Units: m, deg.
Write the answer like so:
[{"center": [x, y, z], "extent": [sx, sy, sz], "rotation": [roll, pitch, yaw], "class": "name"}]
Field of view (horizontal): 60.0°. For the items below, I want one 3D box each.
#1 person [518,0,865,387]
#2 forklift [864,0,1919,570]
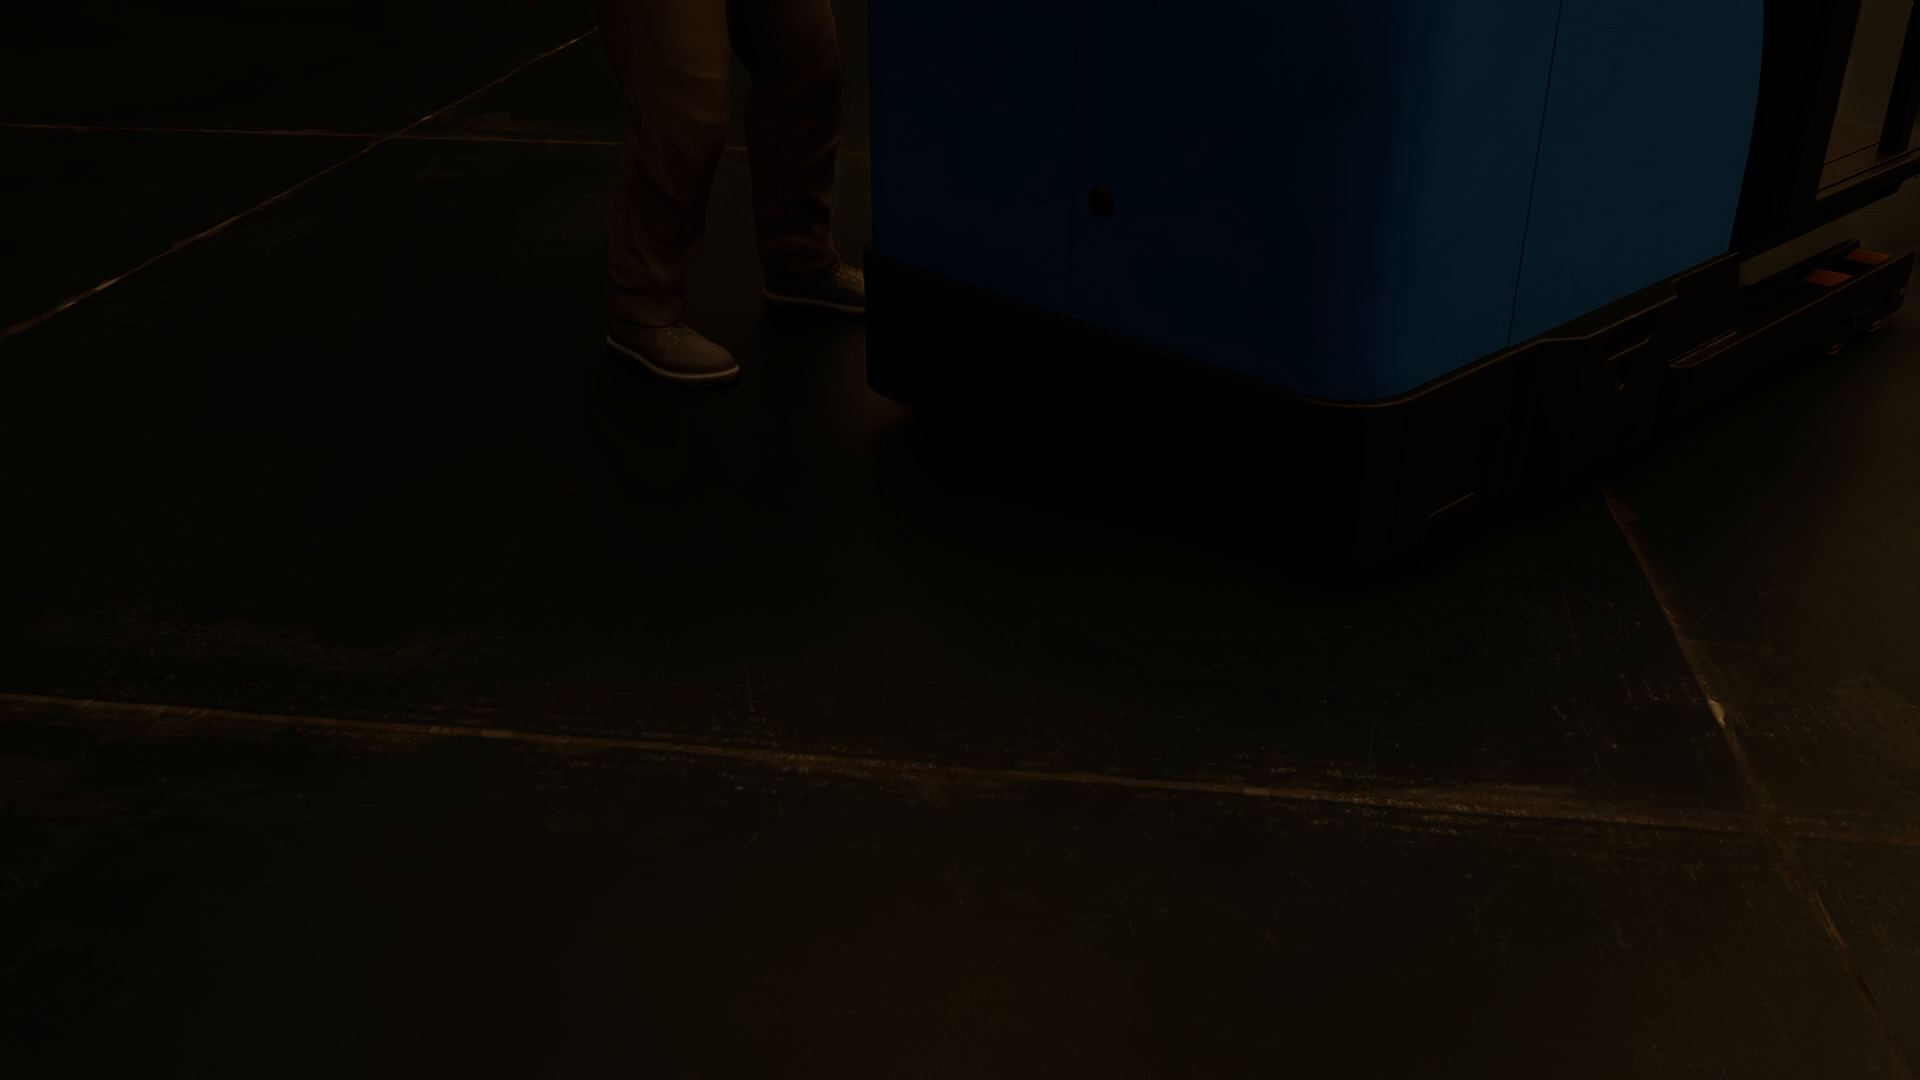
[{"center": [-0.444, -1.137, 2.876], "extent": [0.393, 1.703, 0.818], "rotation": [15, 30, 27], "class": "person"}, {"center": [1.260, -1.817, 2.860], "extent": [3.031, 2.935, 1.130], "rotation": [-23, 34, -38], "class": "forklift"}]
